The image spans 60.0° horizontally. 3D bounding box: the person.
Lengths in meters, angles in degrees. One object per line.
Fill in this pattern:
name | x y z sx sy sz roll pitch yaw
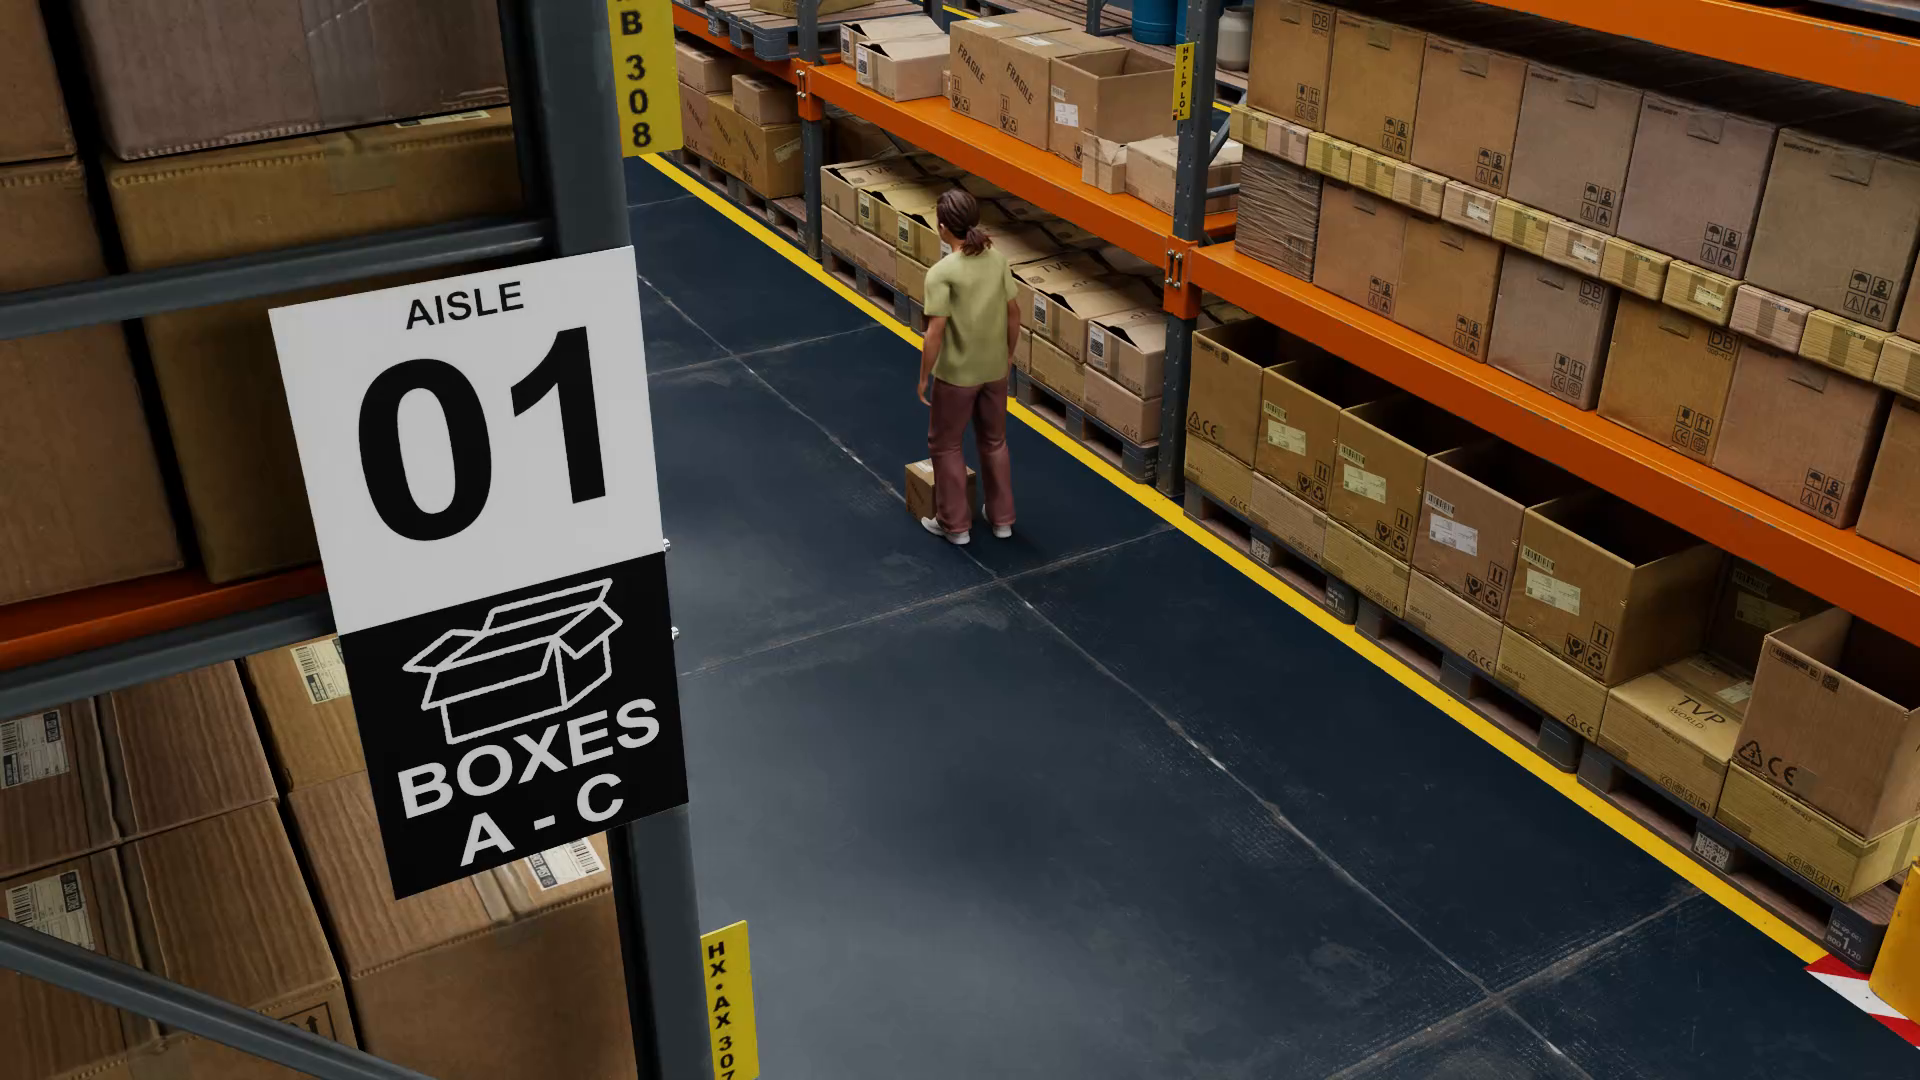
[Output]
person | 0.018 -0.760 7.492 0.516 1.673 0.407 -17 33 -28
